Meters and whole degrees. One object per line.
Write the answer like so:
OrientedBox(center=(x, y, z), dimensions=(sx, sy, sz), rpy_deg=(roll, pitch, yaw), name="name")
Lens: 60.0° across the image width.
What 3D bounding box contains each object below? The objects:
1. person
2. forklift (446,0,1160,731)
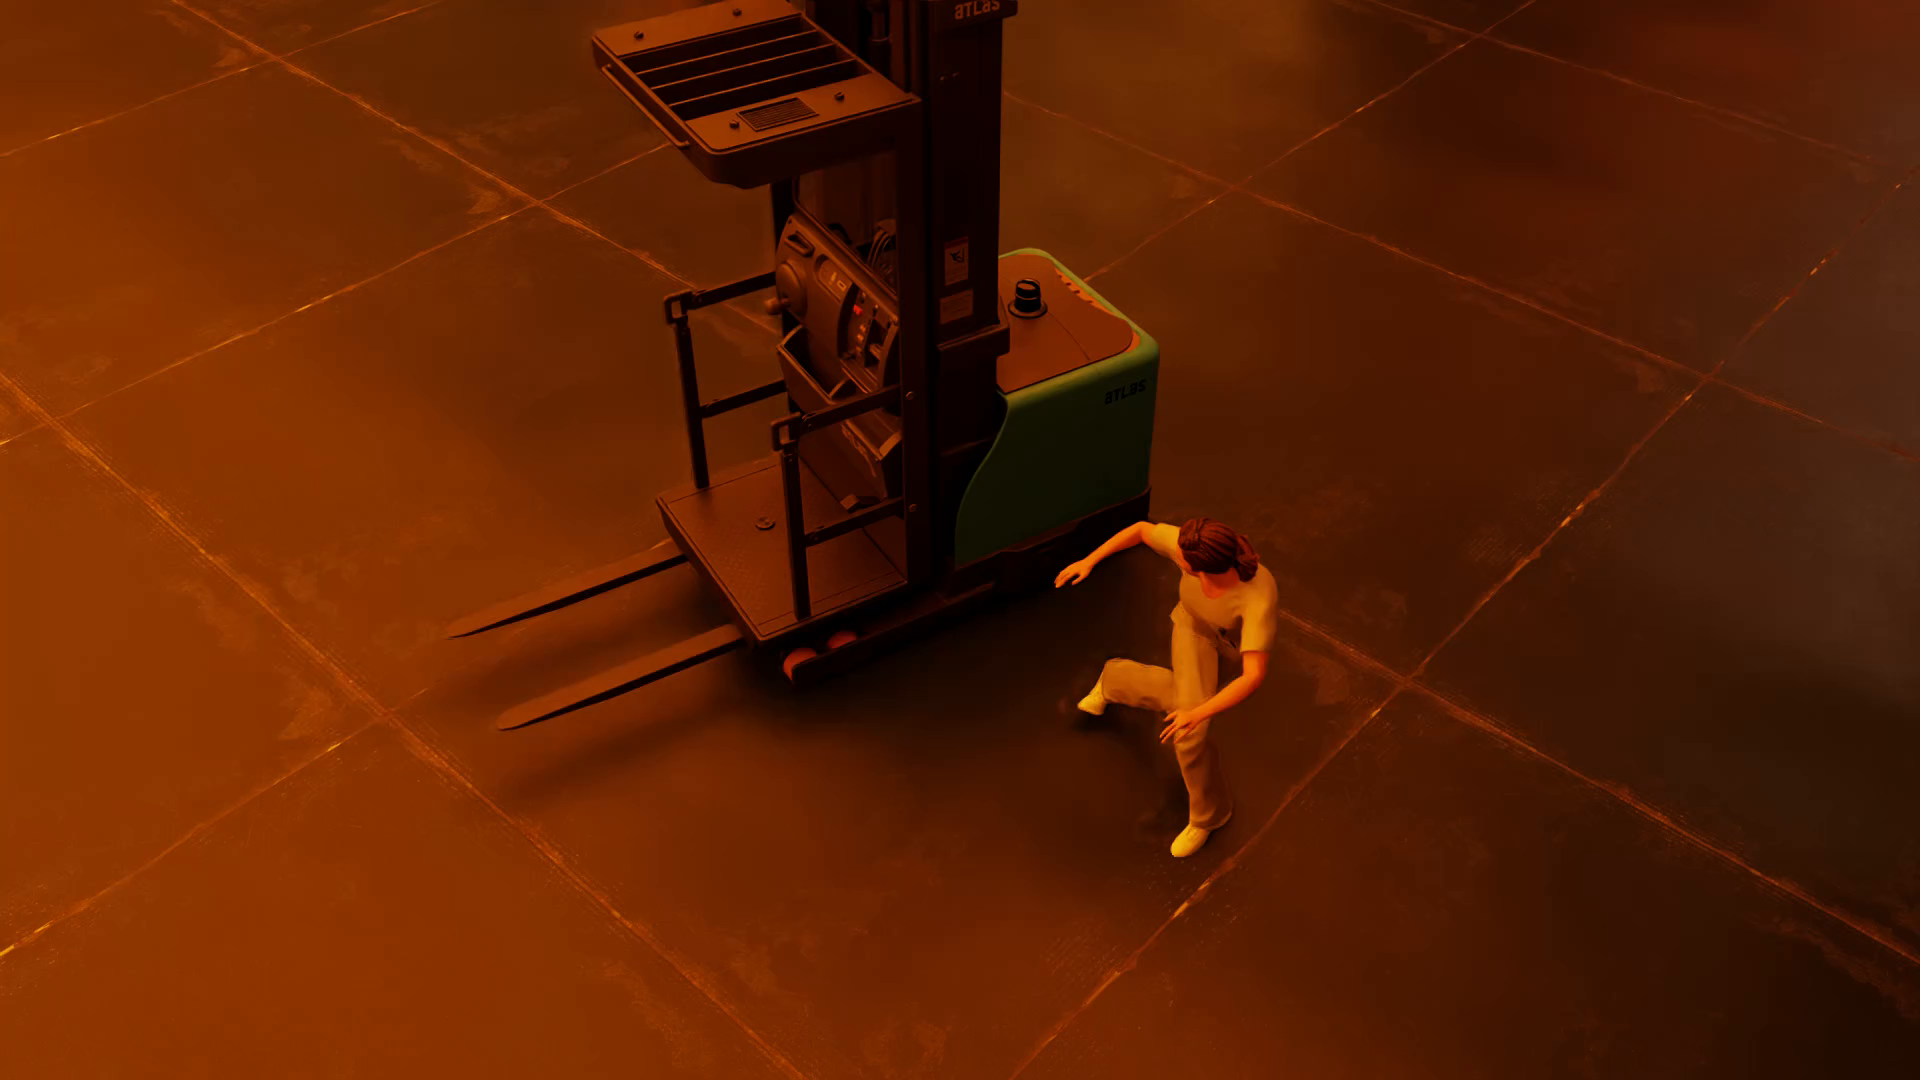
OrientedBox(center=(0.720, 0.450, 6.078), dimensions=(0.827, 1.462, 1.040), rpy_deg=(12, 42, 14), name="person")
OrientedBox(center=(-0.667, -0.895, 6.472), dimensions=(3.031, 2.935, 1.130), rpy_deg=(-21, 45, -23), name="forklift")
